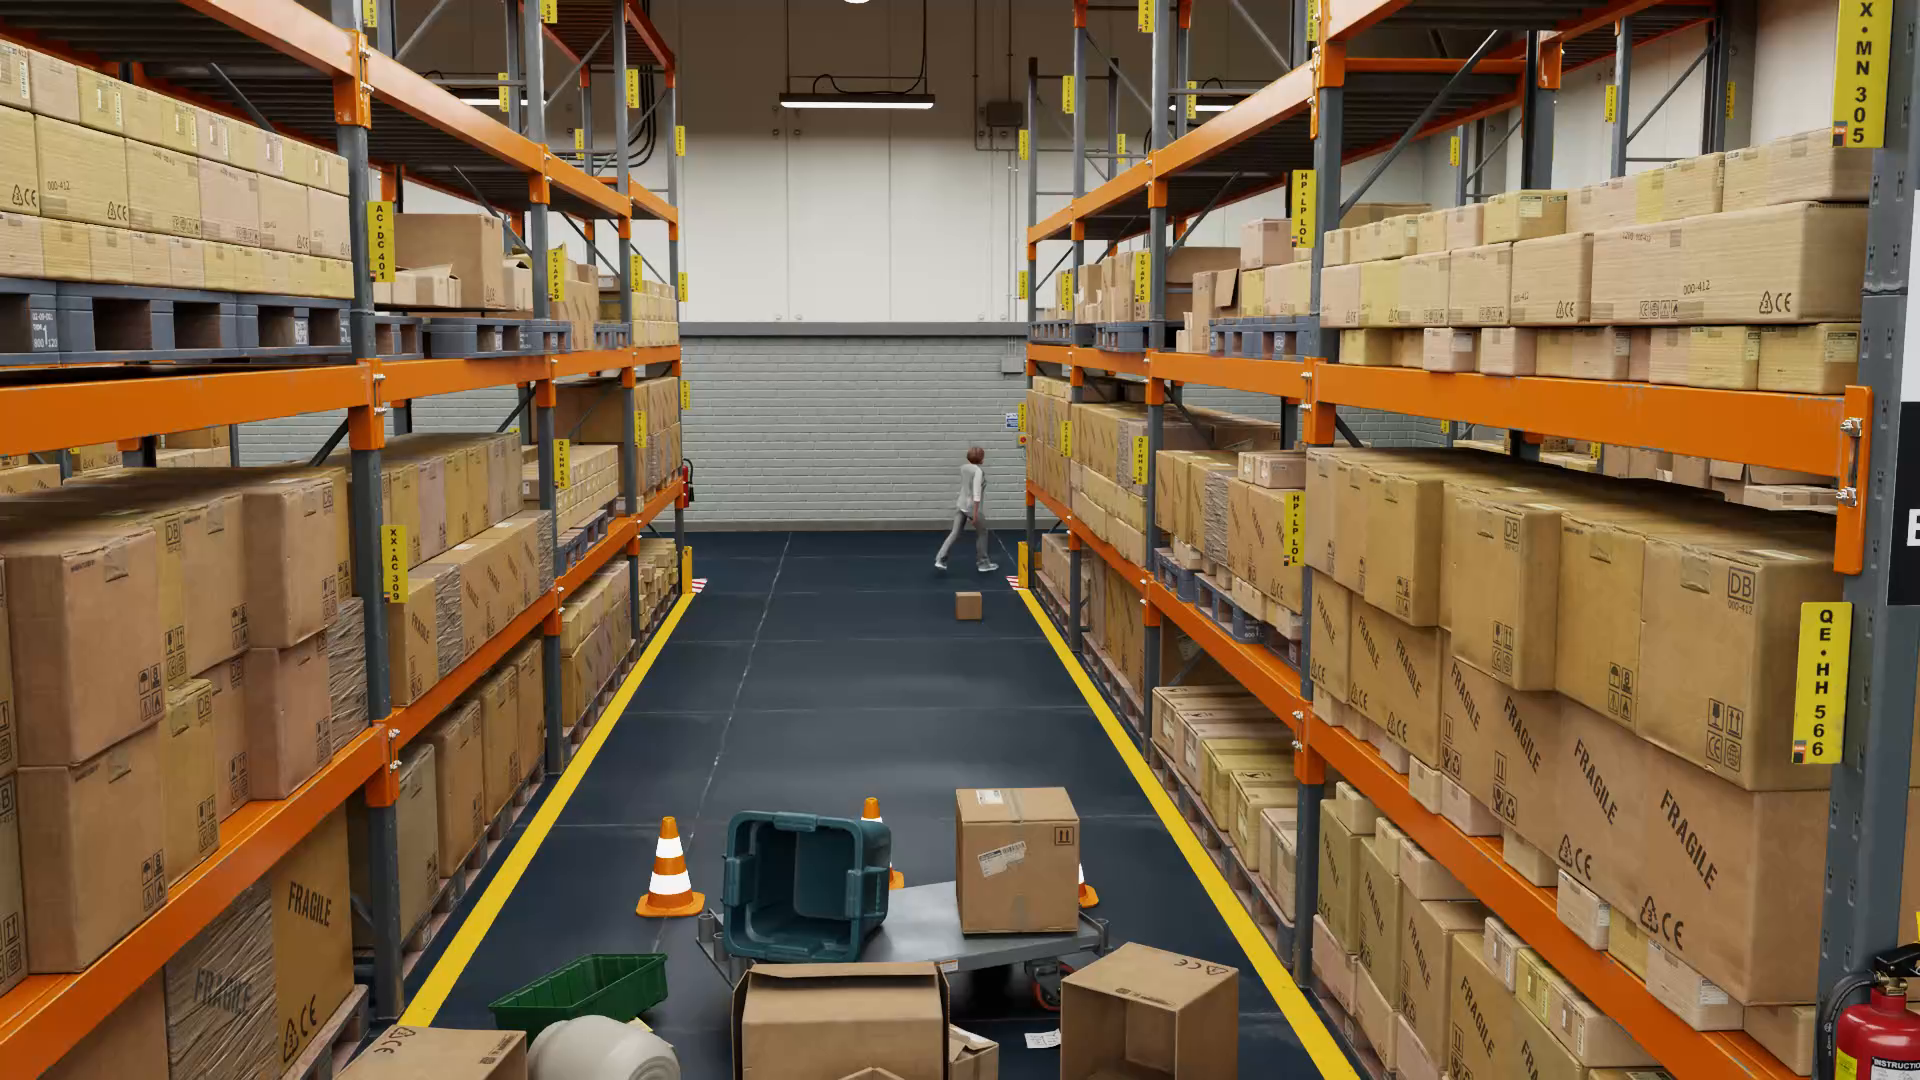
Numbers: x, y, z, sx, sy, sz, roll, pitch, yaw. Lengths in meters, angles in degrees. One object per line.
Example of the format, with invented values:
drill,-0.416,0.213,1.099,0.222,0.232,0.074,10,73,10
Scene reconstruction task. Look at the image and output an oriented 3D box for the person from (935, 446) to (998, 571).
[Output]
person,0.105,-0.373,20.306,0.889,1.554,0.468,-5,9,-37
